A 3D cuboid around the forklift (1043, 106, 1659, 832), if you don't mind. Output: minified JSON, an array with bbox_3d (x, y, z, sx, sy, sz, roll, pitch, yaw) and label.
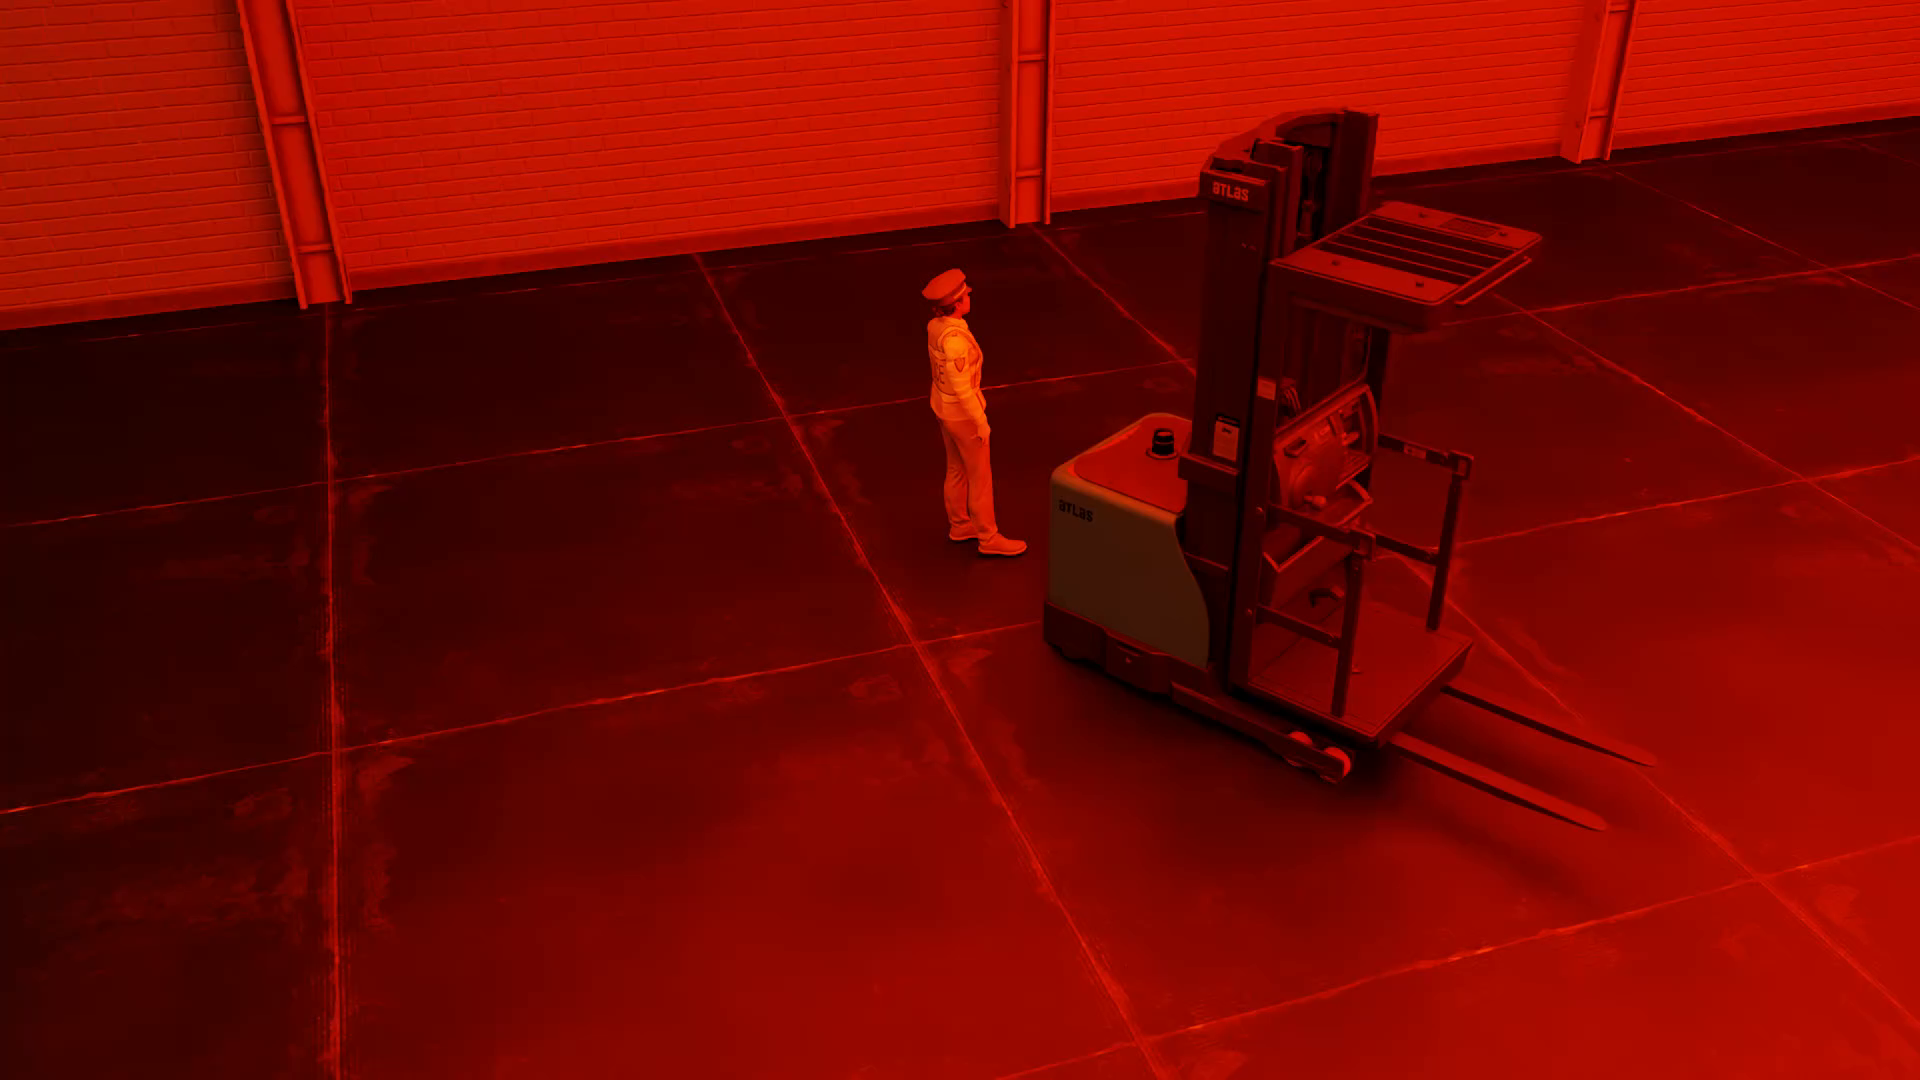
[{"bbox_3d":[1.900,-0.404,7.789,3.031,2.935,1.130,23,37,34],"label":"forklift"}]

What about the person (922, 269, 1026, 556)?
[{"bbox_3d":[0.067,-0.748,9.613,0.531,1.695,0.588,-10,31,-16],"label":"person"}]
